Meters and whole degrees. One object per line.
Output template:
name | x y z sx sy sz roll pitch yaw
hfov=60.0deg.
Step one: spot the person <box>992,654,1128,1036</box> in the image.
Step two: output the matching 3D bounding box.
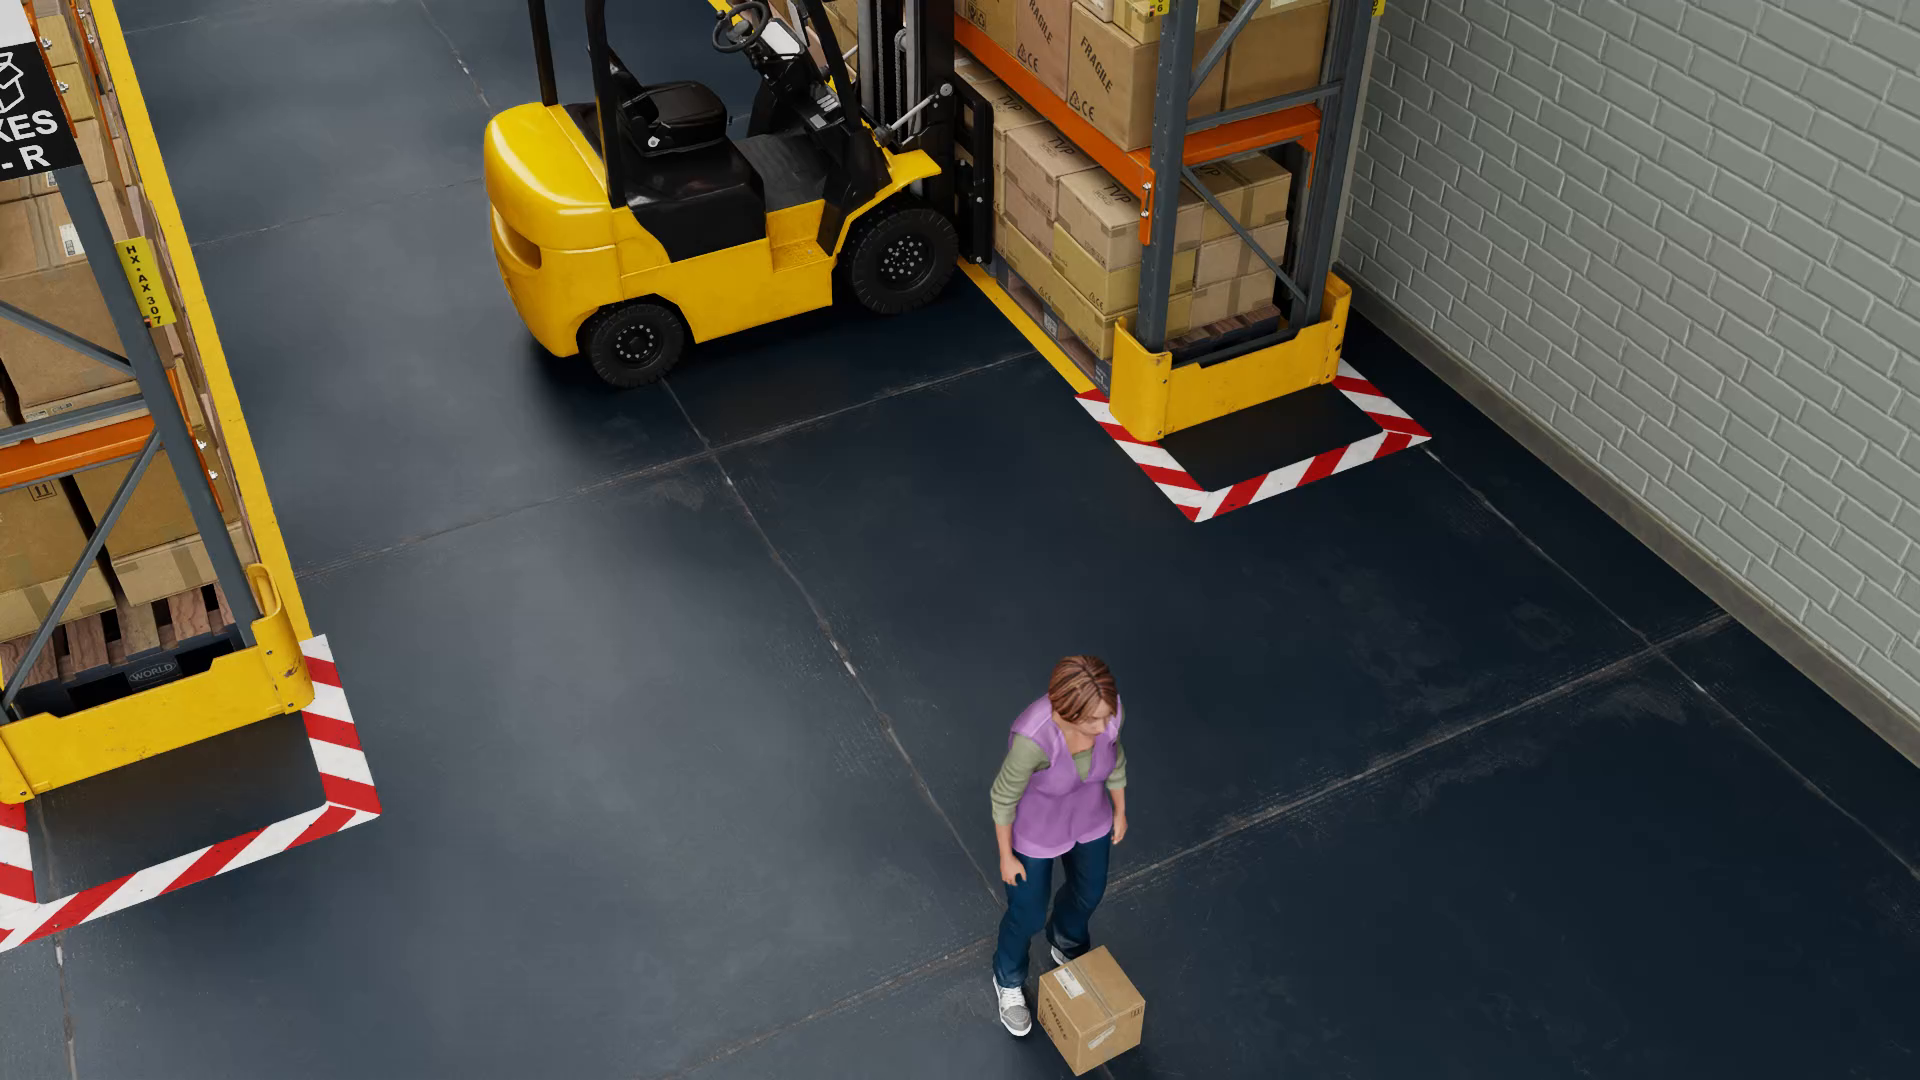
person | 0.306 0.911 5.158 0.455 1.582 0.346 -19 45 -20
